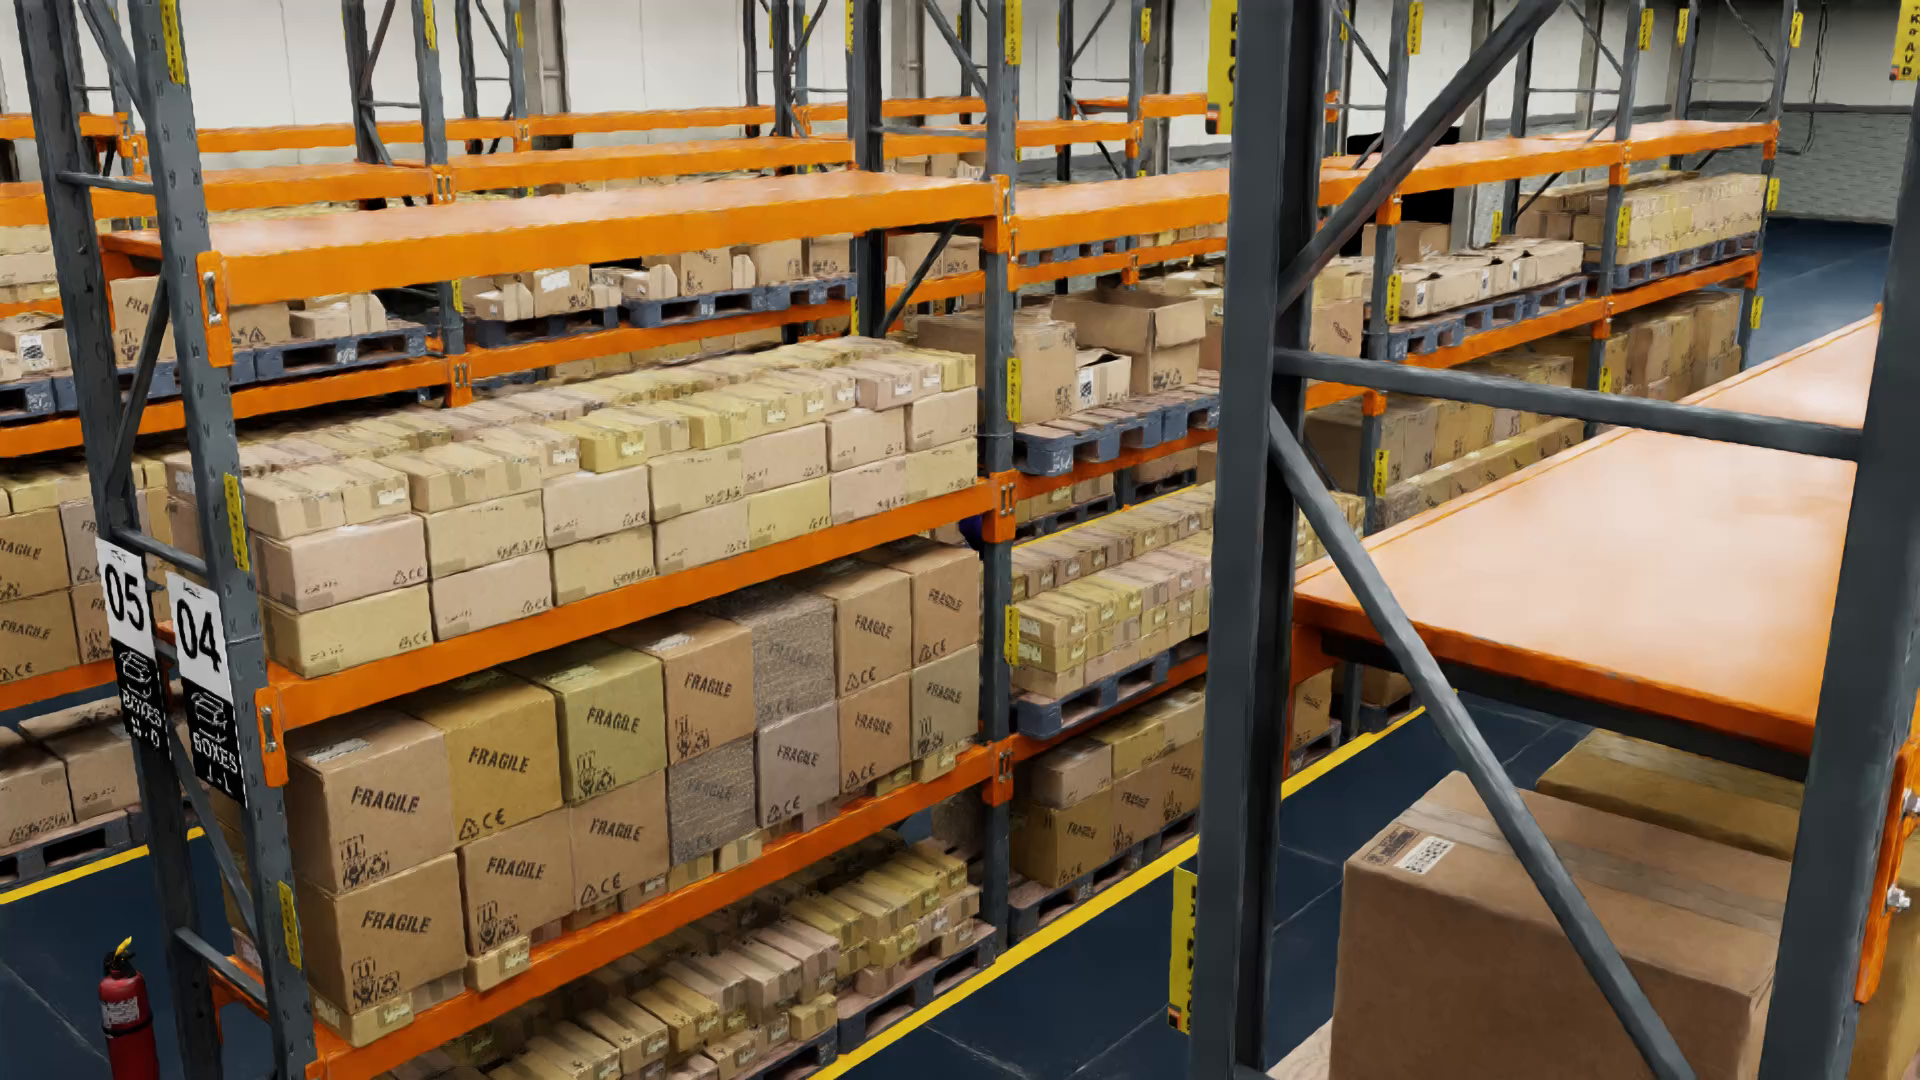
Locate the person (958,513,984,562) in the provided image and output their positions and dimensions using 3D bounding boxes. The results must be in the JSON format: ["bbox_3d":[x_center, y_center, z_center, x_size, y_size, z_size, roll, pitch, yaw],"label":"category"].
[{"bbox_3d":[0.246,-0.152,14.791,0.566,1.638,0.799,14,22,39],"label":"person"}]
